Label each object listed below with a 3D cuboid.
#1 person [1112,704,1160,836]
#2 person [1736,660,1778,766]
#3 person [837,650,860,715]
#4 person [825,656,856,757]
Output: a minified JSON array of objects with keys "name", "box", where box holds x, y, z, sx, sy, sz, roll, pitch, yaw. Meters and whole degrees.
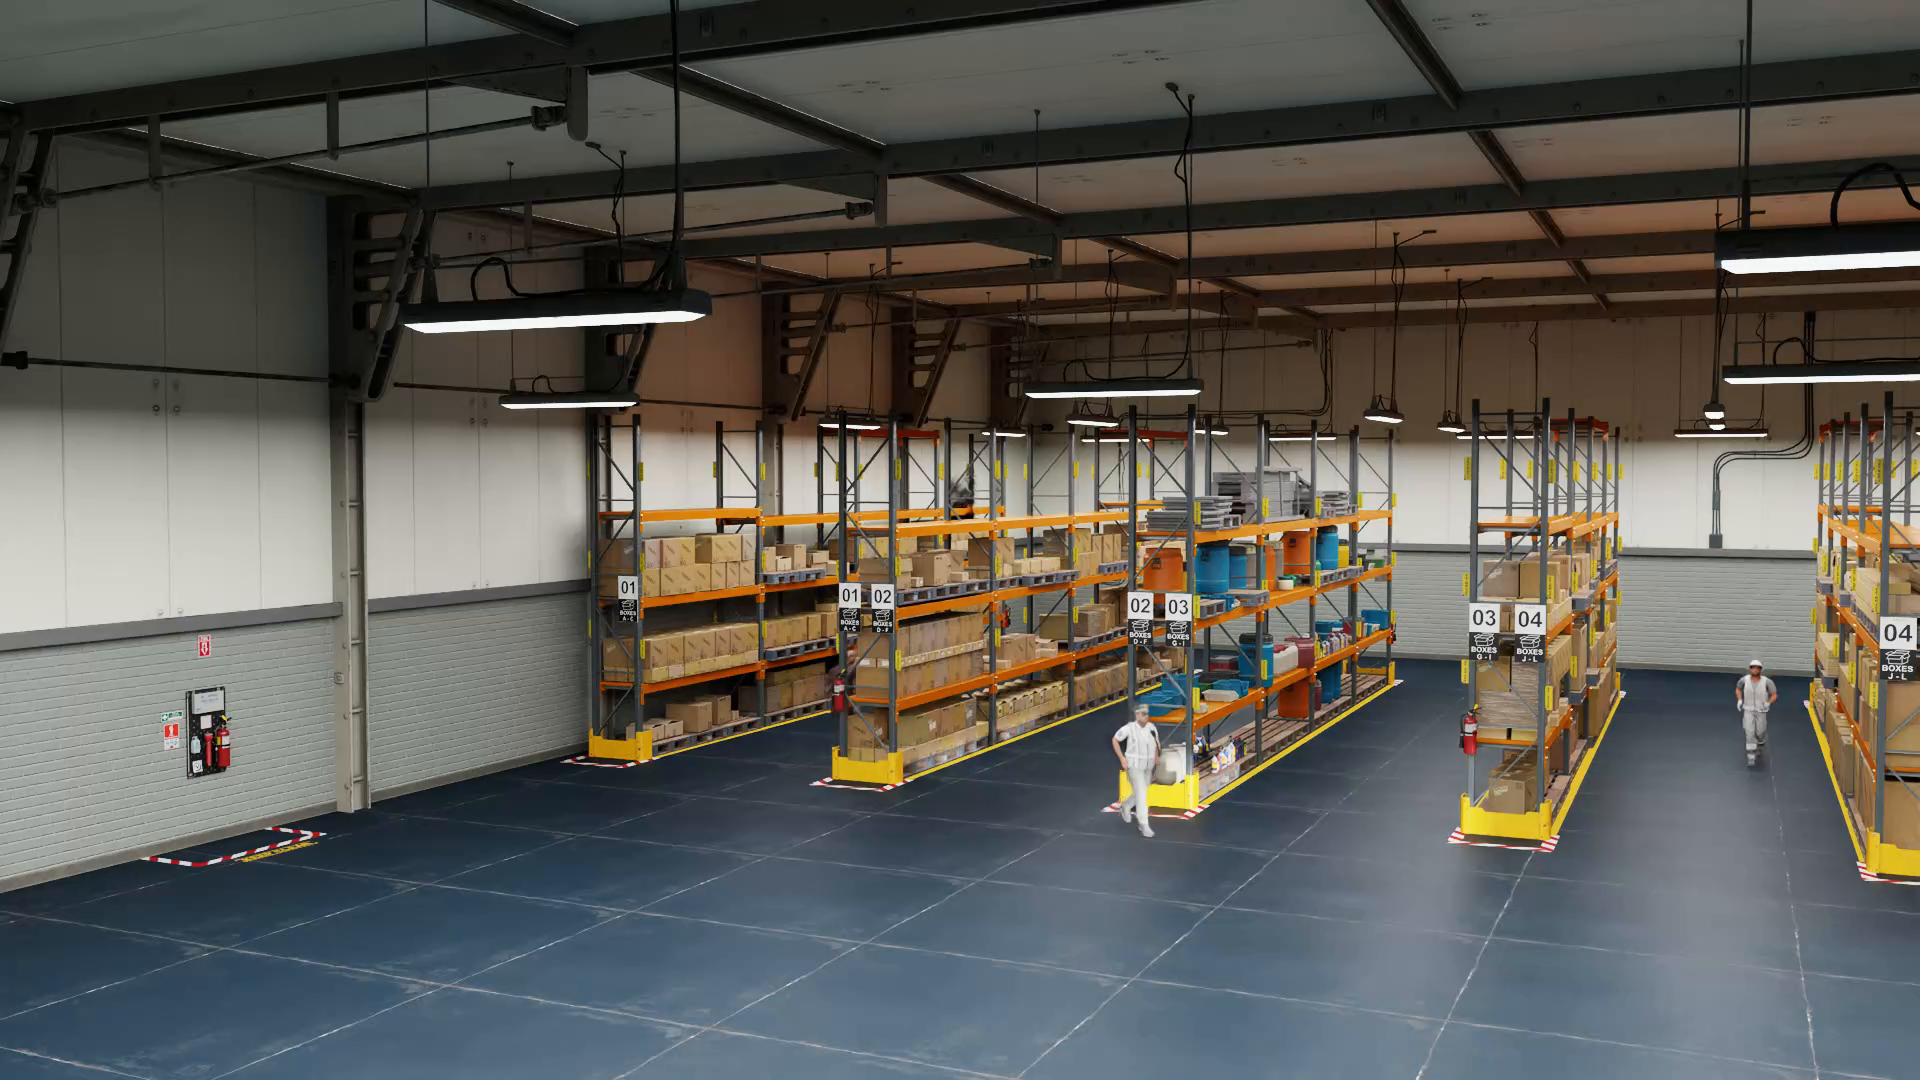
[{"name":"person","box":[2.507,3.174,23.233,0.683,1.794,0.906,-1,3,-31]},{"name":"person","box":[13.598,2.935,28.418,0.660,1.780,0.942,1,3,30]},{"name":"person","box":[-2.040,2.878,30.296,0.709,1.737,0.656,0,2,11]},{"name":"person","box":[-2.071,2.896,29.533,0.710,1.789,1.041,1,3,22]}]
